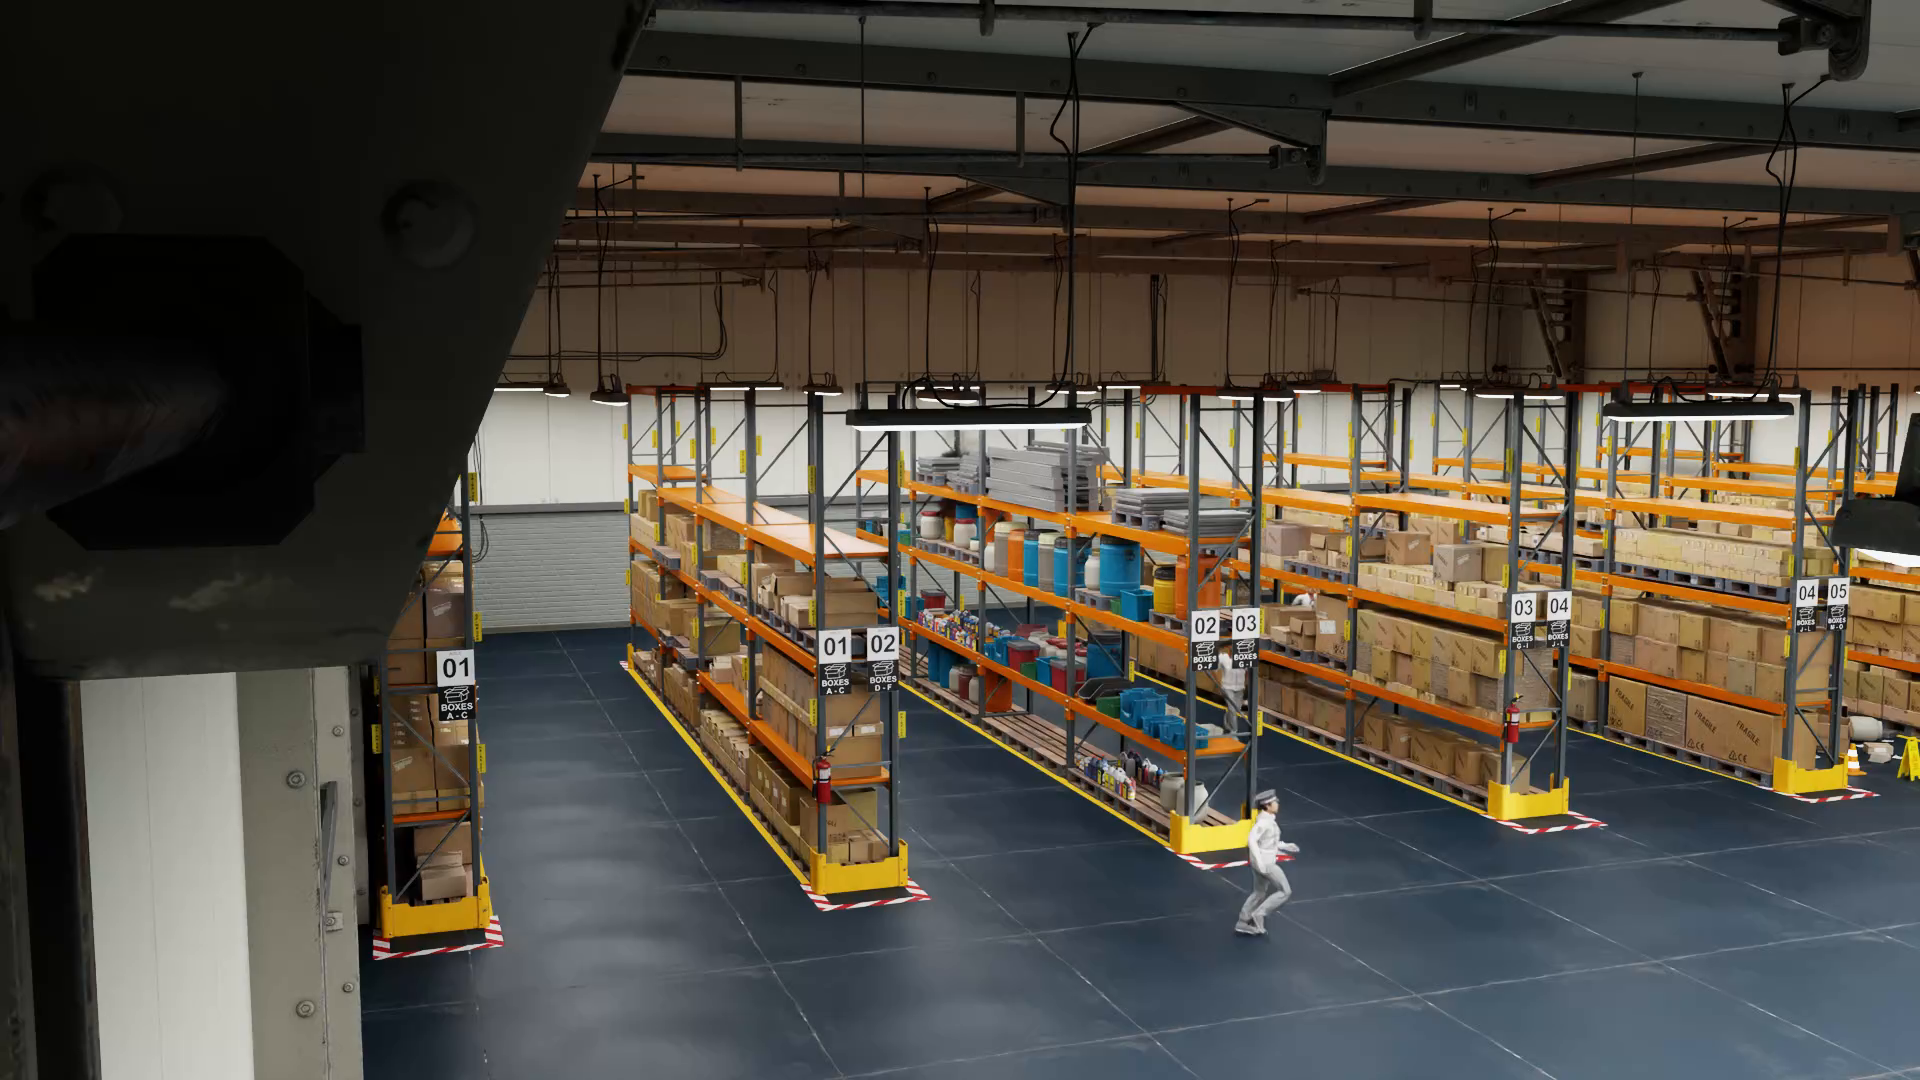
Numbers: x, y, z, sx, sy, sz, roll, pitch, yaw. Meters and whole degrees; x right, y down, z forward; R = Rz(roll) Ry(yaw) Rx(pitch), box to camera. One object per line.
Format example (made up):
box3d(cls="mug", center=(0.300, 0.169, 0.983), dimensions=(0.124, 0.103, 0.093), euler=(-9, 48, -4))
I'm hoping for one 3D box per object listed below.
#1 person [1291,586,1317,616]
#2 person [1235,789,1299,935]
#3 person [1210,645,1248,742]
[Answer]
box3d(cls="person", center=(7.407, 1.816, 35.244), dimensions=(0.687, 1.850, 0.841), euler=(-1, 6, -14))
box3d(cls="person", center=(3.426, 3.585, 18.508), dimensions=(0.700, 1.647, 0.585), euler=(0, 6, 4))
box3d(cls="person", center=(4.647, 2.538, 28.451), dimensions=(0.717, 1.752, 0.820), euler=(-2, 6, -15))
